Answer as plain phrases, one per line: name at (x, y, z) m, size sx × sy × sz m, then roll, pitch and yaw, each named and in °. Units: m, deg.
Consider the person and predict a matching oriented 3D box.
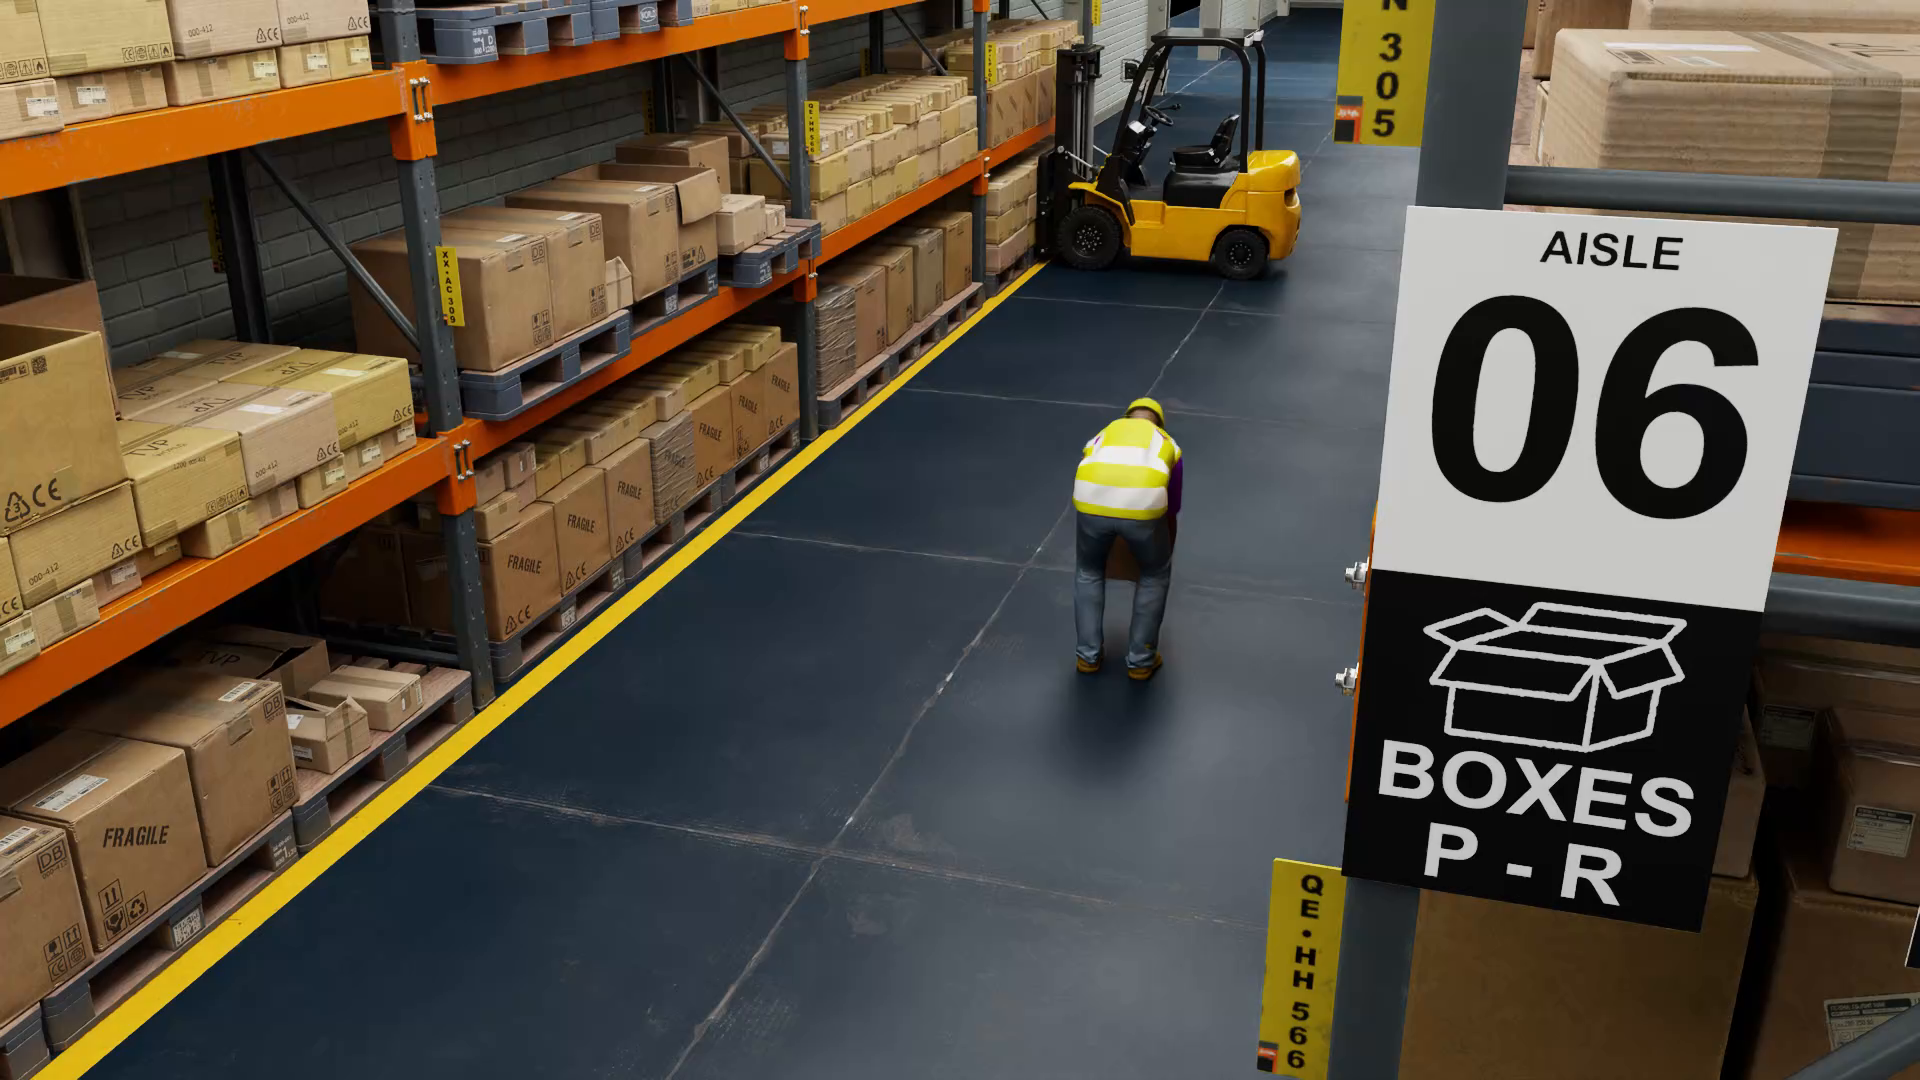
person at (0.798, -0.019, 7.928) m, size 0.477 × 1.148 × 0.974 m, roll 6°, pitch 22°, yaw 14°
